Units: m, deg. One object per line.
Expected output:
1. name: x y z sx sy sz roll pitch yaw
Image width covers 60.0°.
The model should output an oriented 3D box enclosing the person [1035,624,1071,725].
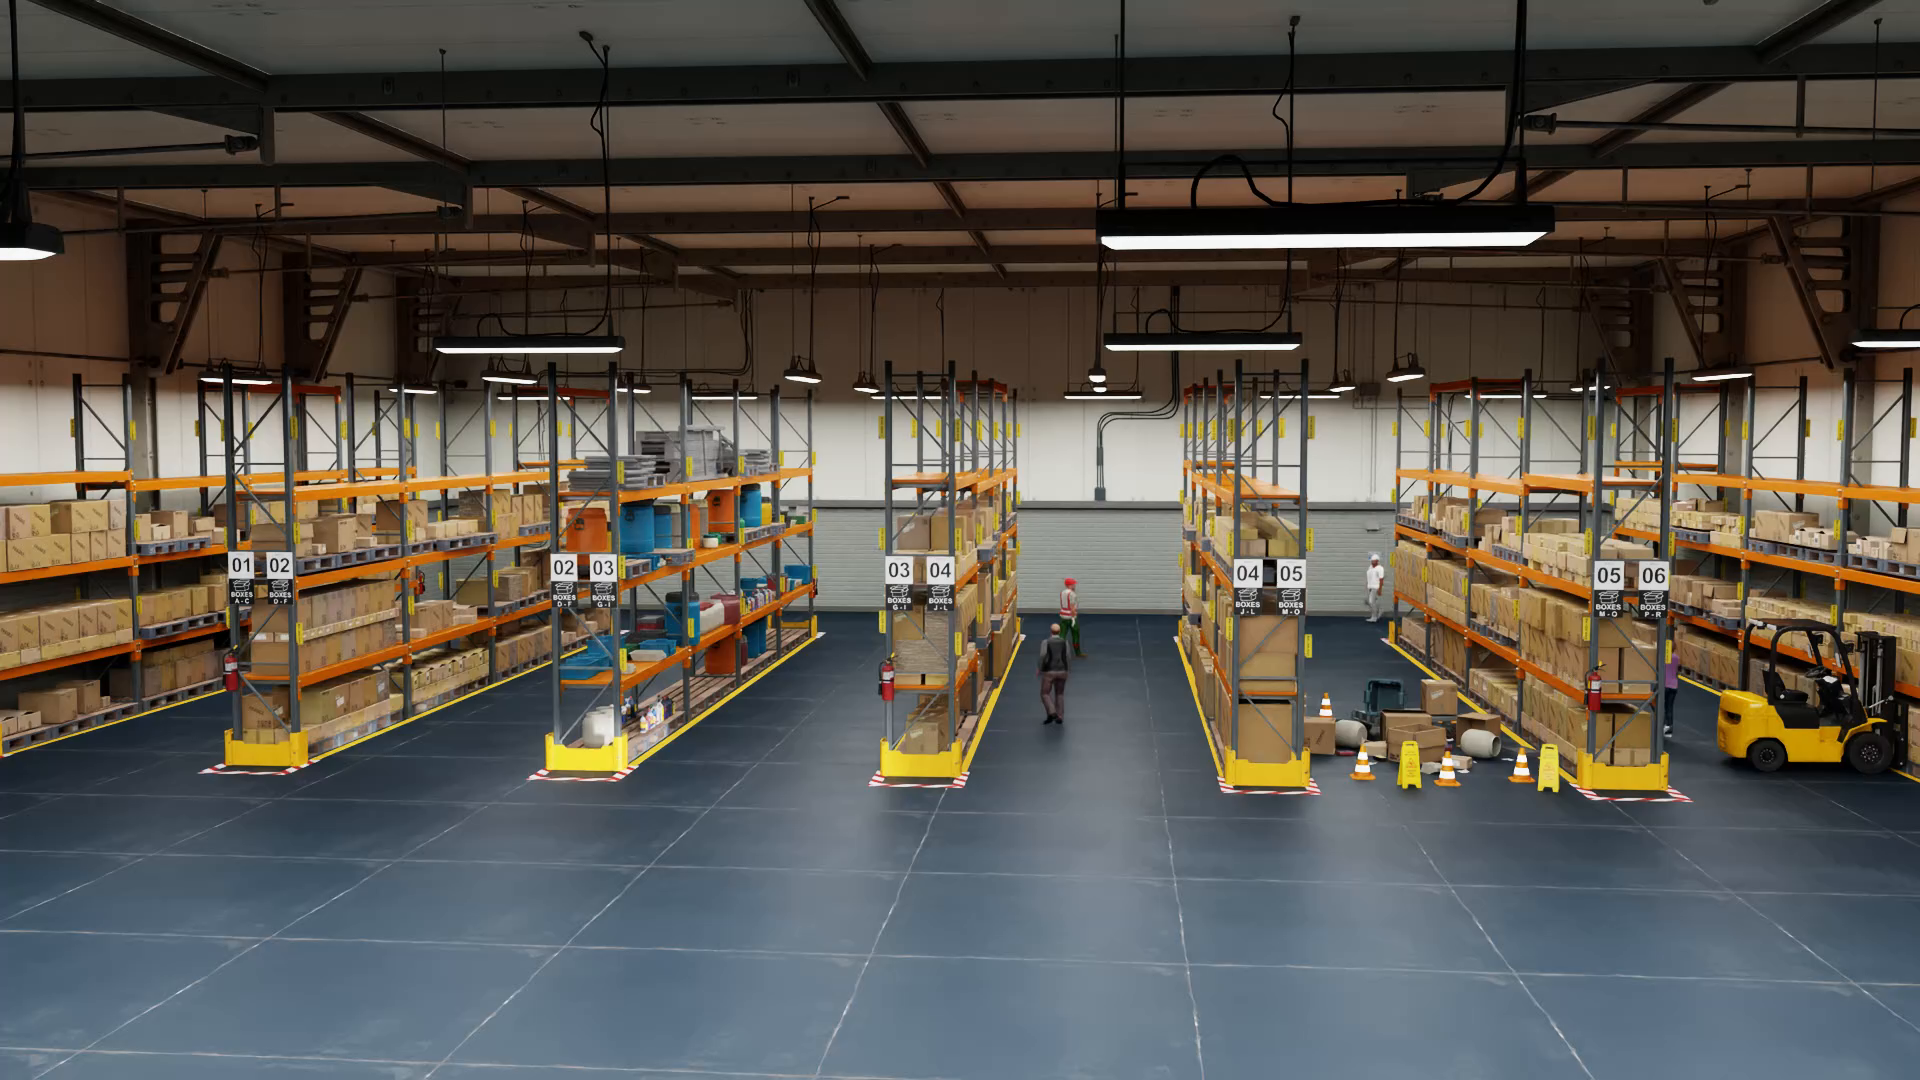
1. person: 1.638 2.293 28.412 0.600 1.699 0.590 -1 4 -18

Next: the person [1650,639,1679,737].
1. person: 11.512 2.409 27.060 0.431 1.592 0.387 -1 4 -9

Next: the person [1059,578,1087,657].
1. person: 2.444 1.706 36.445 0.835 1.764 0.552 -3 5 -39

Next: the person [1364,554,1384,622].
1. person: 10.842 1.250 43.406 0.579 1.757 0.579 -1 4 -15
